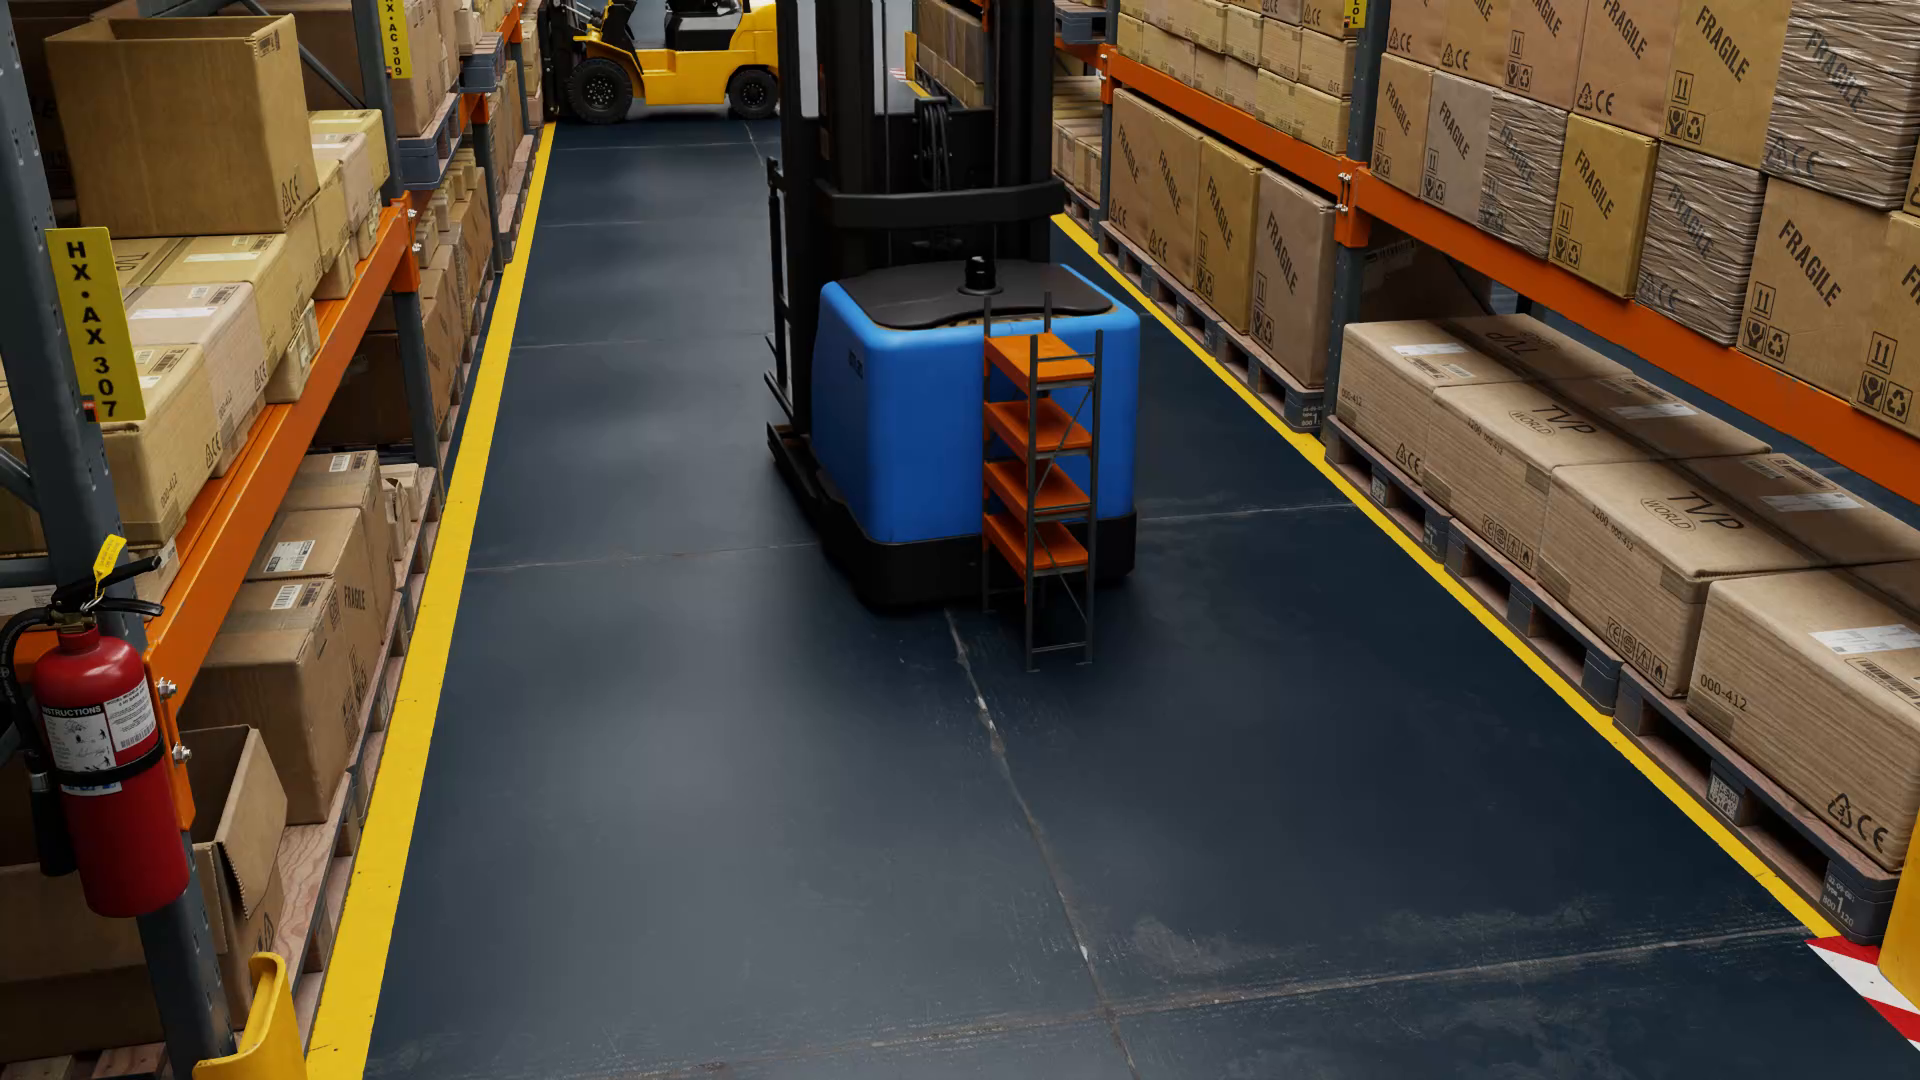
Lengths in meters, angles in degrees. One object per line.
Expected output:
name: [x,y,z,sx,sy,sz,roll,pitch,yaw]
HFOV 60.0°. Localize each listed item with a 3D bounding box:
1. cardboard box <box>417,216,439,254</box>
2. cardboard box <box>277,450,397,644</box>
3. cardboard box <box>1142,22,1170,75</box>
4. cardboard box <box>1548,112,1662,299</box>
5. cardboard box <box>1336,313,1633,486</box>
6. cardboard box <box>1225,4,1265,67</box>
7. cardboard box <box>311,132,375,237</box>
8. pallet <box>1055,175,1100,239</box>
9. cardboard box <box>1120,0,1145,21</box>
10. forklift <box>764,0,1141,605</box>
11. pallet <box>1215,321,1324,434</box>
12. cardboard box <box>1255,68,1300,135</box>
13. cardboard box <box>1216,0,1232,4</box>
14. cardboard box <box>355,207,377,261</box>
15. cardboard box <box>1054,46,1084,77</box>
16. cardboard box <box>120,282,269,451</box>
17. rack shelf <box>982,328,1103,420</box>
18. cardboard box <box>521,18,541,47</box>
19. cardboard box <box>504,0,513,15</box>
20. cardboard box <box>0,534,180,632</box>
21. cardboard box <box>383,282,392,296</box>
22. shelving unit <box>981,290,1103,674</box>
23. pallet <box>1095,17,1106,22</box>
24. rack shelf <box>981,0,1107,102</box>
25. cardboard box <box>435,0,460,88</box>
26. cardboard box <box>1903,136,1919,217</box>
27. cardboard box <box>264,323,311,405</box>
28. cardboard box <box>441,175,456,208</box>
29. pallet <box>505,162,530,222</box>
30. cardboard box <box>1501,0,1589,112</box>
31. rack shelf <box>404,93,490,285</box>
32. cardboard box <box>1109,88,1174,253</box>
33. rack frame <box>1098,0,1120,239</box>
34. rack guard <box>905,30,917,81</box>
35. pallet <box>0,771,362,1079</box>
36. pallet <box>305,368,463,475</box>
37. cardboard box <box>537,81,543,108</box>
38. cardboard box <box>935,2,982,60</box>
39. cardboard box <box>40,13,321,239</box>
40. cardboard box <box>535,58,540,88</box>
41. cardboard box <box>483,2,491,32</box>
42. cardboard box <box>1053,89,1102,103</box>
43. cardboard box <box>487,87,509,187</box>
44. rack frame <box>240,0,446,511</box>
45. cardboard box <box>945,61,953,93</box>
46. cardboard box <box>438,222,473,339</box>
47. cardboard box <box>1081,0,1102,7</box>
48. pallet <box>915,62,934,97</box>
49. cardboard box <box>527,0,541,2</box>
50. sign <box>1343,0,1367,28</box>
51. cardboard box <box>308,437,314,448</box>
cardboard box: [-2.794,-1.498,8.220,0.380,0.149,0.250,-3,24,-8]
cardboard box: [-2.278,0.047,5.492,0.700,0.500,0.500,-5,24,-12]
cardboard box: [1.407,-2.946,9.934,0.500,0.250,0.500,-5,24,-11]
cardboard box: [2.290,-1.098,5.391,0.500,0.500,0.500,-4,24,-8]
cardboard box: [2.202,-0.616,7.090,0.875,0.438,0.875,-5,24,-11]
cardboard box: [1.669,-2.568,8.445,0.500,0.250,0.500,-4,24,-8]
cardboard box: [-2.245,-1.173,5.505,0.500,0.250,0.500,-4,24,-10]
pallet: [1.308,-2.456,12.109,1.003,0.211,1.213,-4,24,-10]
cardboard box: [1.302,-3.369,10.279,0.500,0.250,0.500,-4,24,-10]
forklift: [-0.247,-1.672,6.917,1.130,2.935,3.031,-7,25,-15]
pallet: [1.974,-0.873,8.485,1.003,0.211,1.213,-4,24,-10]
cardboard box: [1.767,-2.142,8.095,0.500,0.250,0.500,-5,24,-10]
cardboard box: [1.574,-3.120,8.773,0.500,0.500,0.500,-4,24,-9]
cardboard box: [-2.238,-1.061,5.745,0.380,0.149,0.250,-4,24,-8]
cardboard box: [0.868,-4.528,15.343,0.500,0.500,0.500,-3,24,-7]
cardboard box: [-1.859,-0.375,3.677,0.500,0.250,0.500,-4,24,-9]
rack shelf: [0.268,-0.559,5.550,0.258,0.148,0.480,-7,25,-15]
cardboard box: [-4.135,-4.632,15.269,0.500,0.250,0.500,-3,24,-8]
cardboard box: [-3.717,-4.186,12.774,0.500,0.250,0.500,-4,24,-10]
cardboard box: [-1.738,0.055,3.191,0.380,0.149,0.250,-4,24,-10]
cardboard box: [-2.551,-1.121,6.985,0.380,0.149,0.250,-5,24,-11]
shelving unit: [0.268,-0.199,5.707,0.258,1.200,0.503,-7,25,-15]
pallet: [1.045,-4.114,12.661,1.003,0.211,1.213,-4,24,-10]
rack shelf: [1.082,-3.883,12.792,1.077,0.370,4.000,-4,24,-10]
cardboard box: [-2.797,-2.442,7.943,0.700,0.500,0.500,-4,24,-10]
cardboard box: [2.608,-0.956,3.816,0.500,0.500,0.500,-4,24,-8]
cardboard box: [-1.927,-0.456,4.359,0.380,0.149,0.250,-5,24,-11]
cardboard box: [-2.995,-1.907,9.157,0.380,0.149,0.250,-4,24,-8]
pallet: [-3.762,-2.585,12.405,1.003,0.211,1.213,-4,24,-10]
cardboard box: [2.212,-1.750,5.635,0.500,0.500,0.500,-4,24,-9]
rack shelf: [-3.056,-1.941,8.345,1.077,0.370,4.000,-4,24,-10]
cardboard box: [1.497,-2.367,10.552,0.875,0.875,0.875,-5,24,-10]
rack frame: [1.451,-3.426,10.847,1.000,3.000,0.127,-4,24,-10]
rack guard: [-0.014,-5.398,18.484,1.175,0.500,0.348,-4,24,-10]
pallet: [-2.109,1.024,4.142,1.003,0.211,1.213,-4,24,-10]
pallet: [-2.874,-0.523,7.685,1.003,0.211,1.213,-4,24,-10]
cardboard box: [-4.039,-3.977,15.018,0.500,0.250,0.500,-5,24,-11]
cardboard box: [0.040,-5.099,16.650,0.500,0.500,0.500,-4,24,-9]
cardboard box: [-2.044,-1.110,4.423,0.500,0.500,0.500,-4,24,-8]
cardboard box: [-4.047,-4.203,14.913,0.500,0.250,0.500,-4,24,-10]
cardboard box: [-3.356,-3.380,10.928,0.500,0.250,0.500,-5,24,-11]
cardboard box: [0.947,-3.499,13.773,0.950,0.372,0.625,-3,24,-6]
cardboard box: [-3.781,-2.929,12.151,0.875,0.625,0.625,-5,24,-12]
rack frame: [-2.686,-1.484,6.400,1.000,3.000,0.127,-4,24,-10]
cardboard box: [0.140,-4.554,16.339,0.500,0.250,0.500,-4,24,-9]
cardboard box: [-2.841,-1.348,8.687,0.500,0.500,0.500,-5,24,-12]
cardboard box: [1.039,-3.715,11.298,0.380,0.149,0.250,-4,24,-9]
pallet: [0.102,-4.943,17.804,1.003,0.211,1.213,-4,24,-10]
cardboard box: [-4.514,-5.437,17.112,0.500,0.250,0.500,-4,24,-8]
sign: [1.660,-2.303,6.928,0.100,0.325,0.005,-4,24,-10]
cardboard box: [-3.068,-0.702,7.209,0.500,0.500,0.500,-4,24,-10]
